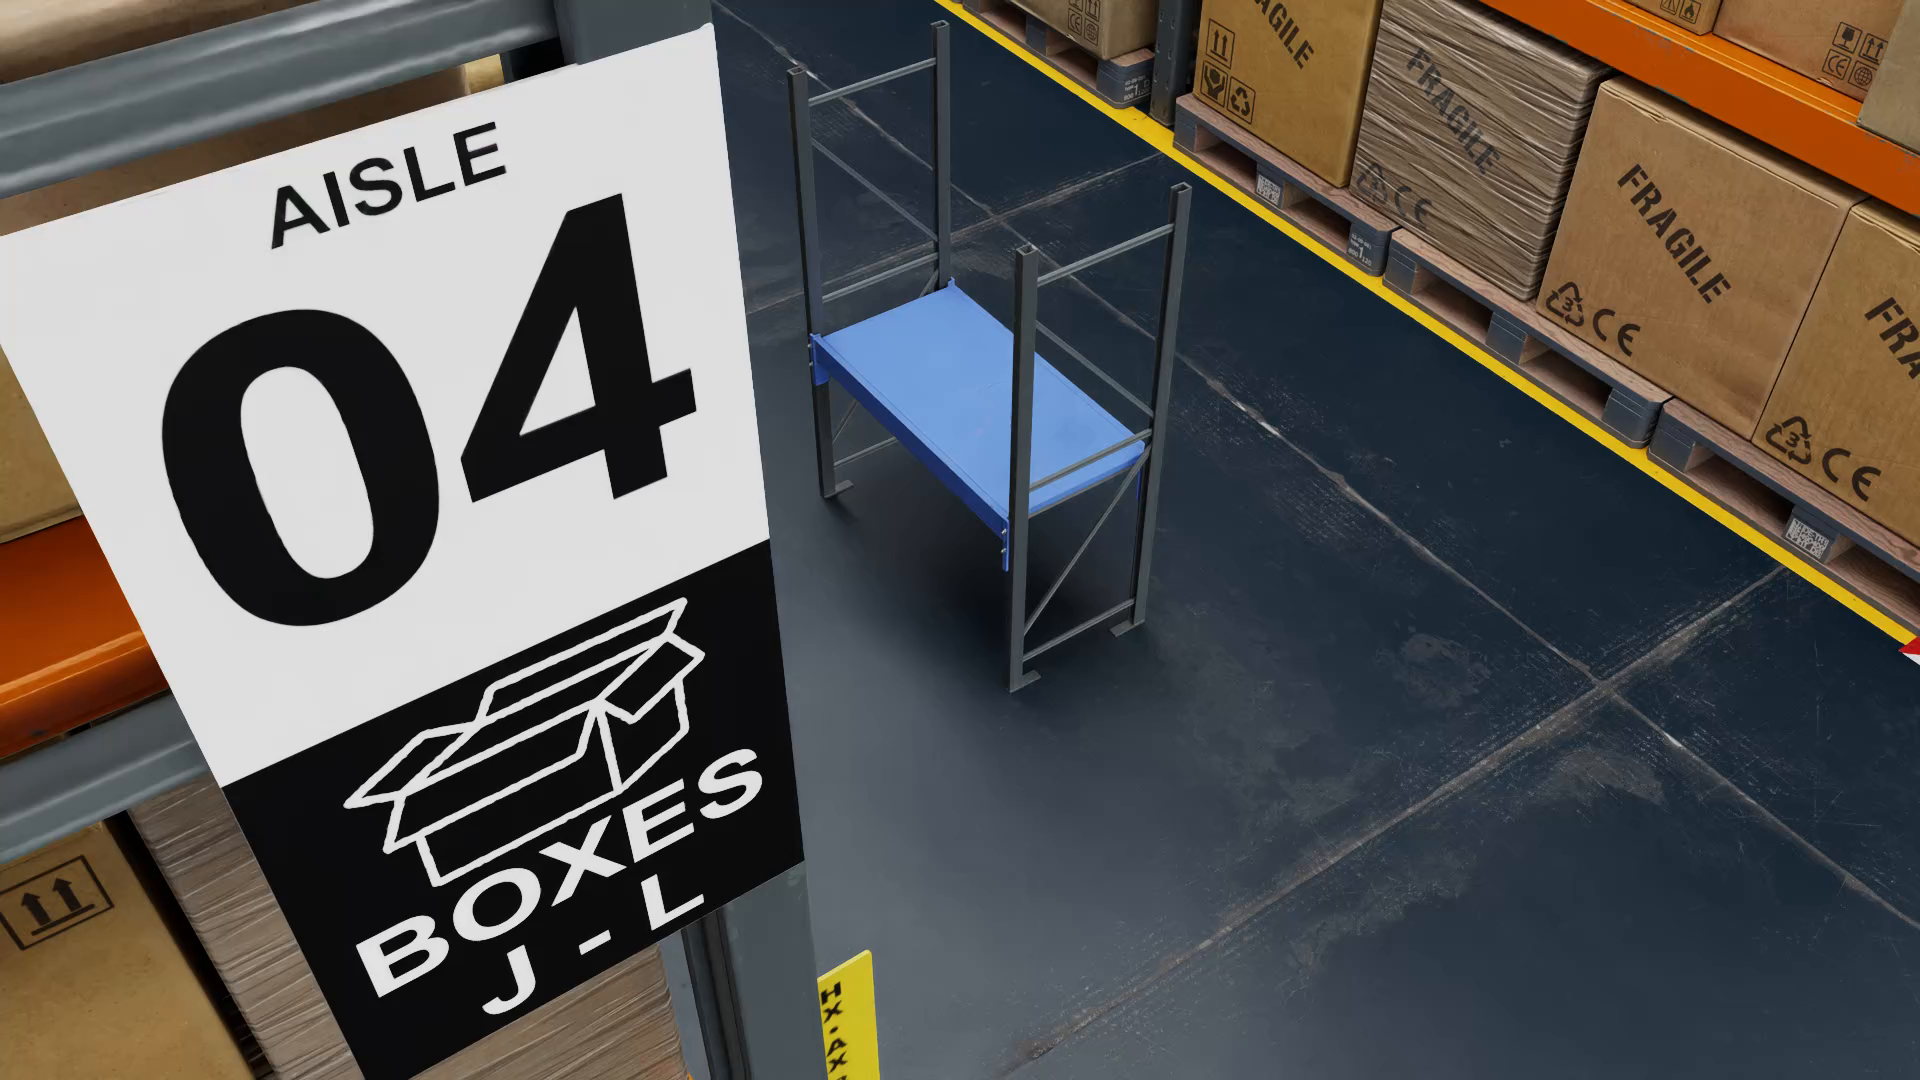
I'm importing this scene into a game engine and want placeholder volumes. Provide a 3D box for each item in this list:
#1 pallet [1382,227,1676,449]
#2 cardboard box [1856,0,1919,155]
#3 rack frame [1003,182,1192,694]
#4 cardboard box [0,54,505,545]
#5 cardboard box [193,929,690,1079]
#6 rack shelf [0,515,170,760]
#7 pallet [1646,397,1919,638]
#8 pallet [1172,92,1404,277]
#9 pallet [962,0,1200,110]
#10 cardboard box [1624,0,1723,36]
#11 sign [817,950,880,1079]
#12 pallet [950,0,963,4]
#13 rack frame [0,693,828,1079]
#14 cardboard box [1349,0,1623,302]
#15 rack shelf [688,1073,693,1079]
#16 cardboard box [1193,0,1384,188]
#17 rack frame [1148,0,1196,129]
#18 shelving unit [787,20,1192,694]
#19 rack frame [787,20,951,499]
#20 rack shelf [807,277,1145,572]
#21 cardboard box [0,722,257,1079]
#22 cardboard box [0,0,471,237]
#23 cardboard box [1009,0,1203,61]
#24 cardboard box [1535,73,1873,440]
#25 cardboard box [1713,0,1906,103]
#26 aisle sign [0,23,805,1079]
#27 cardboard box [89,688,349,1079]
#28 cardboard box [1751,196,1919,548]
[{"bbox_3d":[2.329,-0.907,6.047,1.003,0.211,1.213,-26,49,-24],"label":"pallet"},{"bbox_3d":[2.963,-1.353,4.386,0.875,0.550,0.550,-26,49,-24],"label":"cardboard box"},{"bbox_3d":[0.340,-0.206,4.380,0.500,1.500,0.032,-26,49,-24],"label":"rack frame"},{"bbox_3d":[-0.645,-0.307,1.335,0.500,0.250,0.500,-24,49,-23],"label":"cardboard box"},{"bbox_3d":[-0.873,0.633,2.127,0.875,0.500,0.500,-26,49,-24],"label":"cardboard box"},{"bbox_3d":[-1.725,-0.859,2.326,1.077,0.370,4.000,-26,49,-24],"label":"rack shelf"},{"bbox_3d":[3.023,-0.217,5.324,1.003,0.211,1.213,-26,49,-24],"label":"pallet"},{"bbox_3d":[1.627,-1.598,6.772,1.003,0.211,1.213,-26,49,-24],"label":"pallet"},{"bbox_3d":[0.753,-2.467,7.682,1.003,0.211,1.213,-26,49,-24],"label":"pallet"},{"bbox_3d":[2.408,-2.003,5.067,0.875,0.550,0.500,-26,49,-24],"label":"cardboard box"},{"bbox_3d":[-0.136,0.571,1.852,0.100,0.325,0.005,-26,49,-24],"label":"sign"},{"bbox_3d":[0.051,-3.159,8.406,1.003,0.211,1.213,-26,49,-24],"label":"pallet"},{"bbox_3d":[-0.581,1.099,1.927,1.000,3.000,0.127,-26,49,-24],"label":"rack frame"},{"bbox_3d":[2.078,-1.559,5.946,0.875,0.875,0.875,-25,49,-24],"label":"cardboard box"},{"bbox_3d":[-1.725,0.226,3.362,1.077,0.370,4.000,-26,49,-24],"label":"rack shelf"},{"bbox_3d":[1.559,-2.068,6.479,0.875,0.875,0.875,-25,49,-24],"label":"cardboard box"},{"bbox_3d":[1.256,-3.069,6.292,1.000,3.000,0.127,-26,49,-24],"label":"rack frame"},{"bbox_3d":[0.049,-0.494,4.682,0.538,1.500,1.048,-26,49,-24],"label":"shelving unit"},{"bbox_3d":[-0.242,-0.782,4.983,0.500,1.500,0.032,-26,49,-24],"label":"rack frame"},{"bbox_3d":[0.049,-0.364,4.806,0.538,0.185,1.000,-26,49,-24],"label":"rack shelf"},{"bbox_3d":[-1.099,0.380,1.668,0.500,0.500,0.500,-26,49,-24],"label":"cardboard box"},{"bbox_3d":[-0.549,-0.323,1.064,0.380,0.149,0.250,-26,49,-25],"label":"cardboard box"},{"bbox_3d":[0.828,-2.723,7.255,1.050,0.750,0.750,-26,49,-25],"label":"cardboard box"},{"bbox_3d":[2.598,-1.042,5.404,0.875,0.875,0.875,-26,50,-25],"label":"cardboard box"},{"bbox_3d":[2.745,-1.719,4.770,0.875,0.550,0.550,-26,49,-24],"label":"cardboard box"},{"bbox_3d":[-0.300,0.075,1.116,0.394,0.787,0.004,-26,49,-24],"label":"aisle sign"},{"bbox_3d":[-0.672,0.174,1.883,0.500,0.500,0.500,-26,49,-24],"label":"cardboard box"},{"bbox_3d":[3.103,-0.545,4.883,0.875,0.875,0.875,-25,49,-24],"label":"cardboard box"}]
